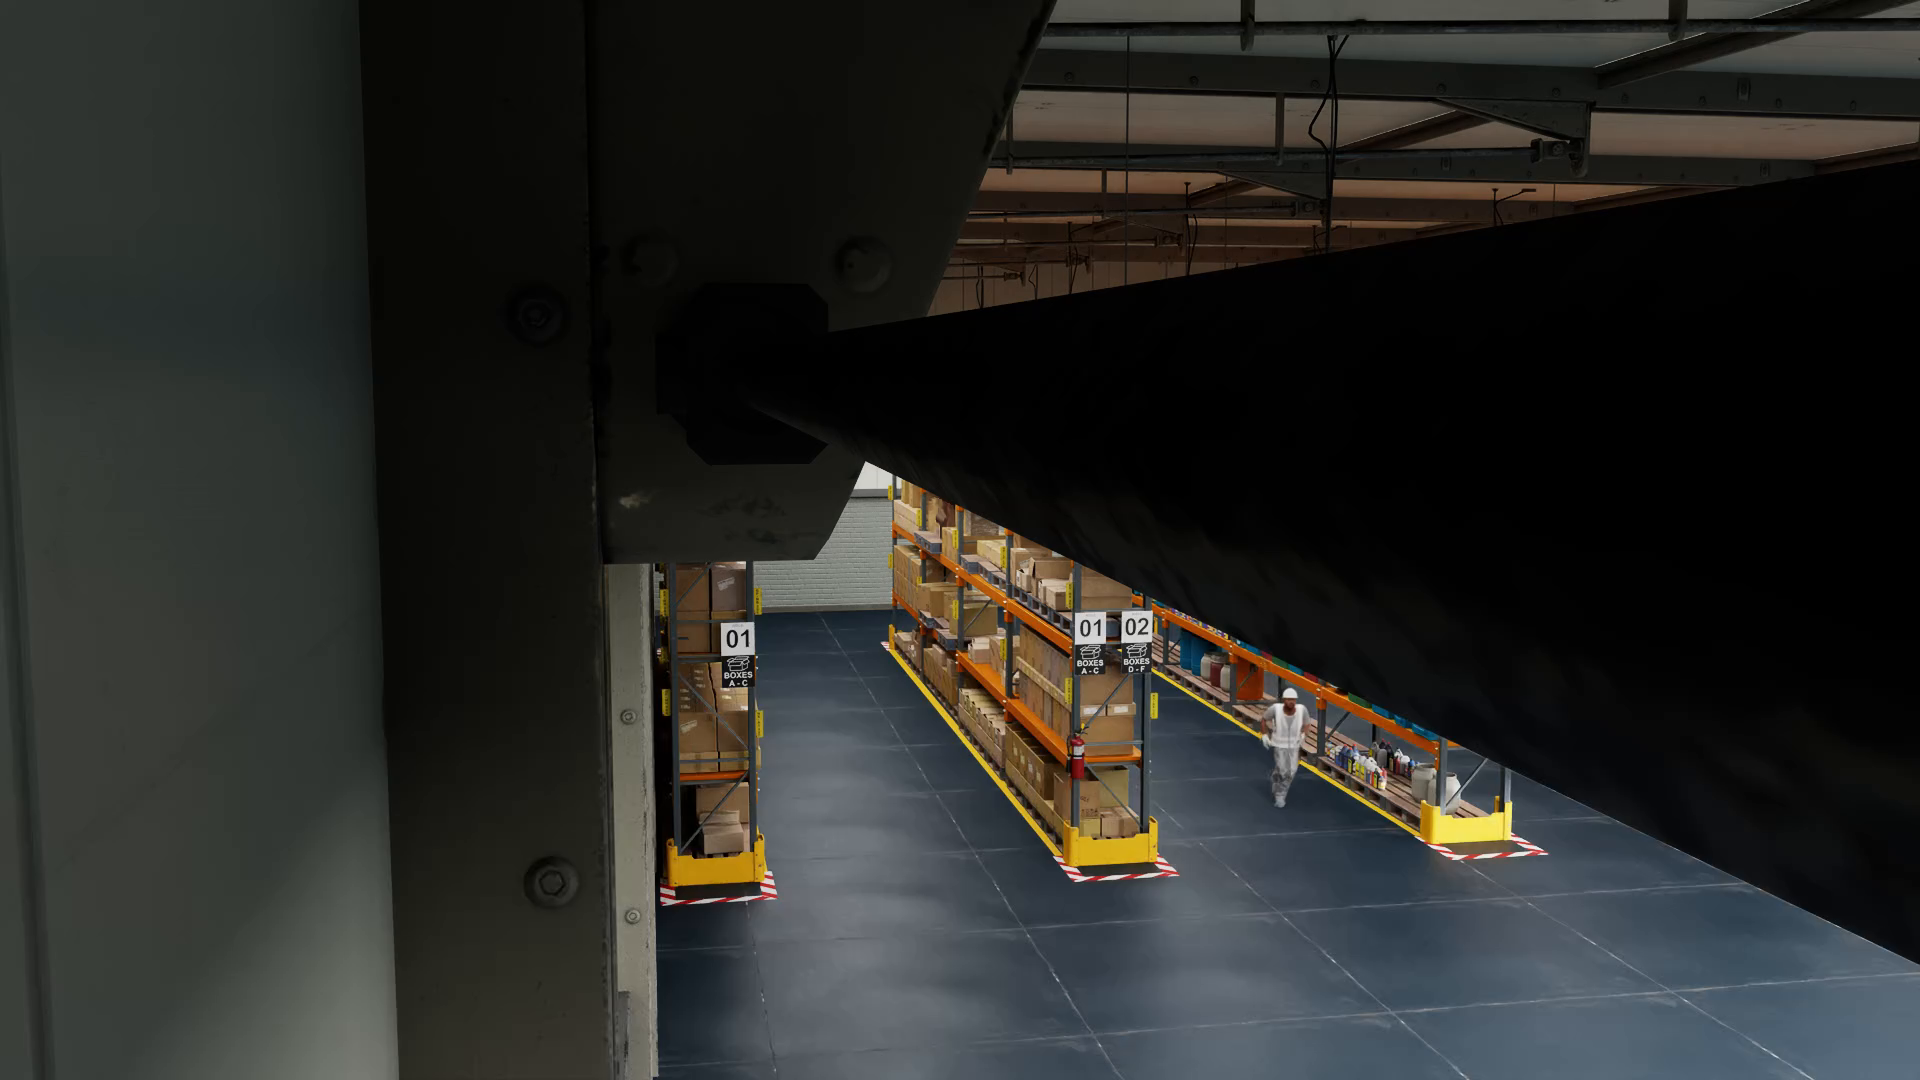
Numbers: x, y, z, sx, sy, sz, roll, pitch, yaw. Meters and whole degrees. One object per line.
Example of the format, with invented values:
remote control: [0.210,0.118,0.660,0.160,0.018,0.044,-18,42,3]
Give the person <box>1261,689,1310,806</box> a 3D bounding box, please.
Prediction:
person: [4.633,2.931,23.551,0.656,1.715,0.662,-1,6,-7]
